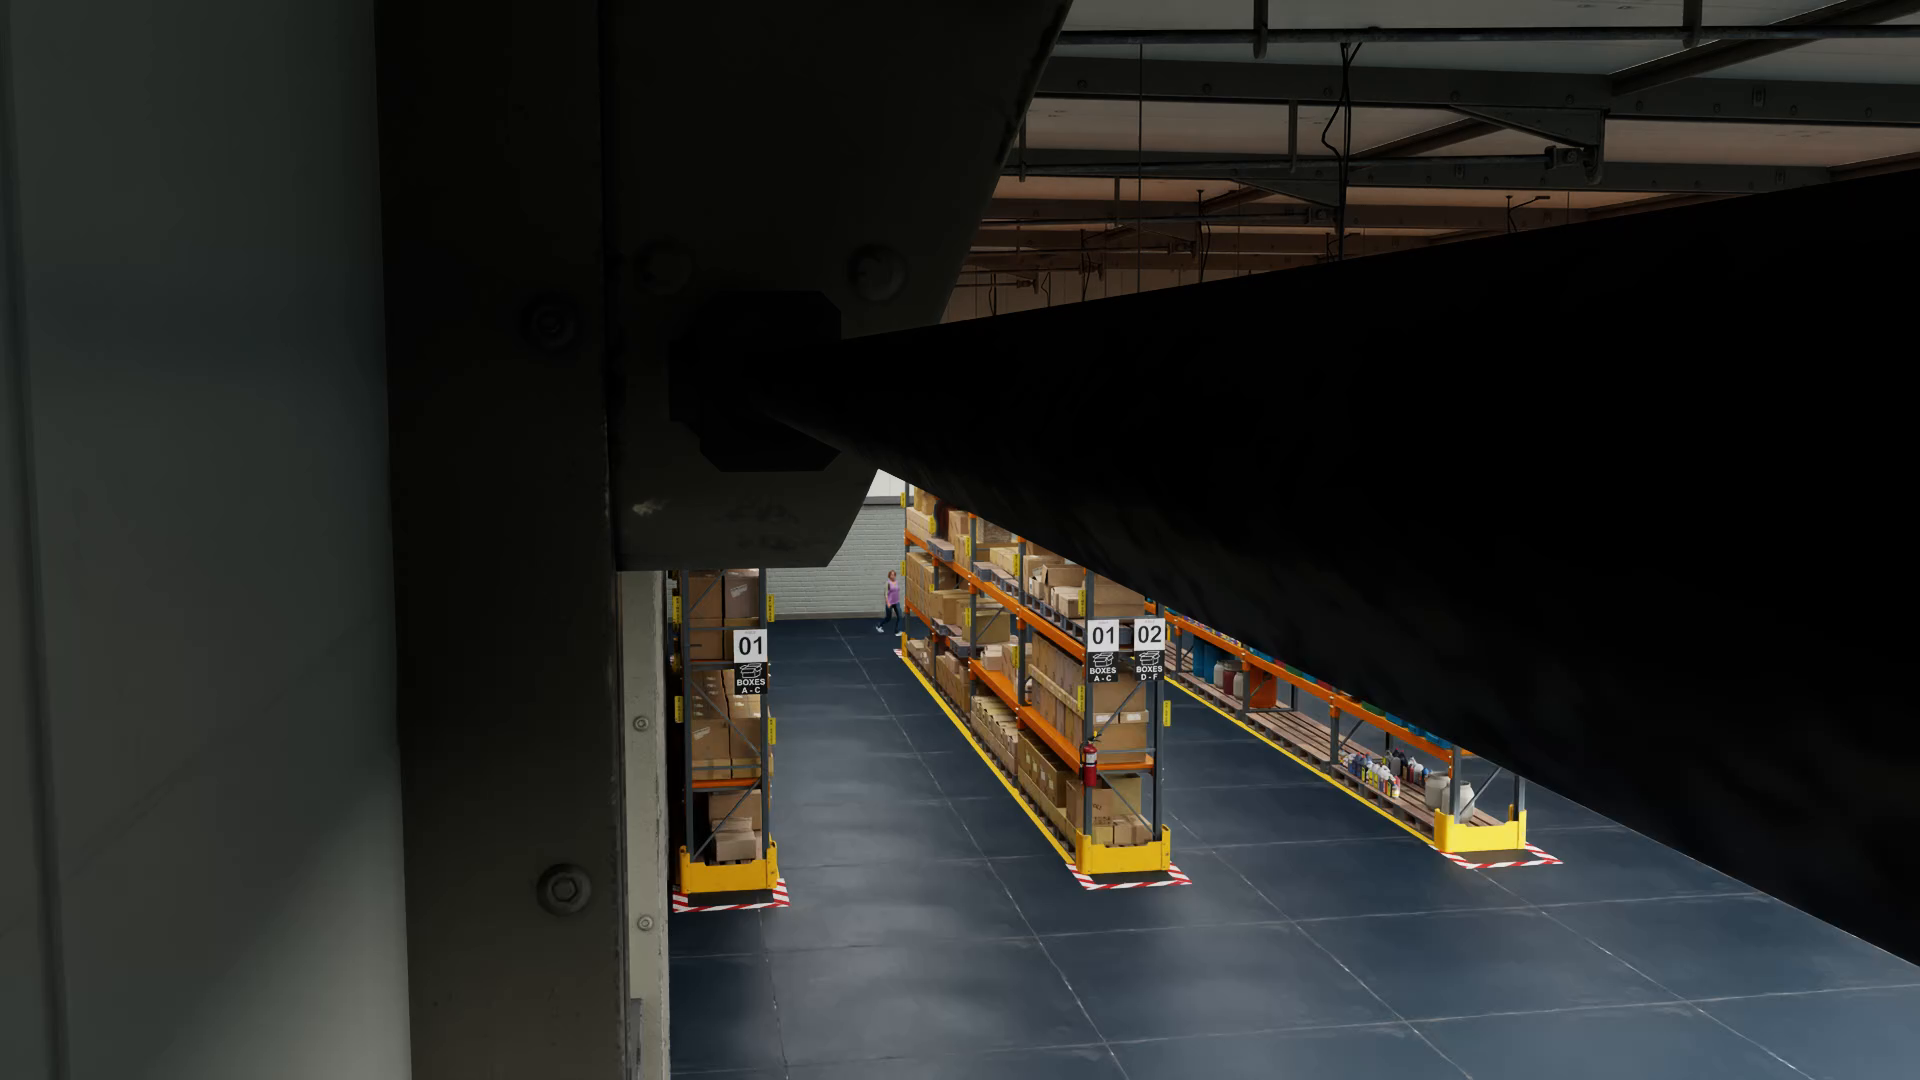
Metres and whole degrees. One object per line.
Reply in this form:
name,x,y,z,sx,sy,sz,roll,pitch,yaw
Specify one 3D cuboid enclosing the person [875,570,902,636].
person,-1.625,1.481,39.228,0.804,1.549,0.480,5,8,41
